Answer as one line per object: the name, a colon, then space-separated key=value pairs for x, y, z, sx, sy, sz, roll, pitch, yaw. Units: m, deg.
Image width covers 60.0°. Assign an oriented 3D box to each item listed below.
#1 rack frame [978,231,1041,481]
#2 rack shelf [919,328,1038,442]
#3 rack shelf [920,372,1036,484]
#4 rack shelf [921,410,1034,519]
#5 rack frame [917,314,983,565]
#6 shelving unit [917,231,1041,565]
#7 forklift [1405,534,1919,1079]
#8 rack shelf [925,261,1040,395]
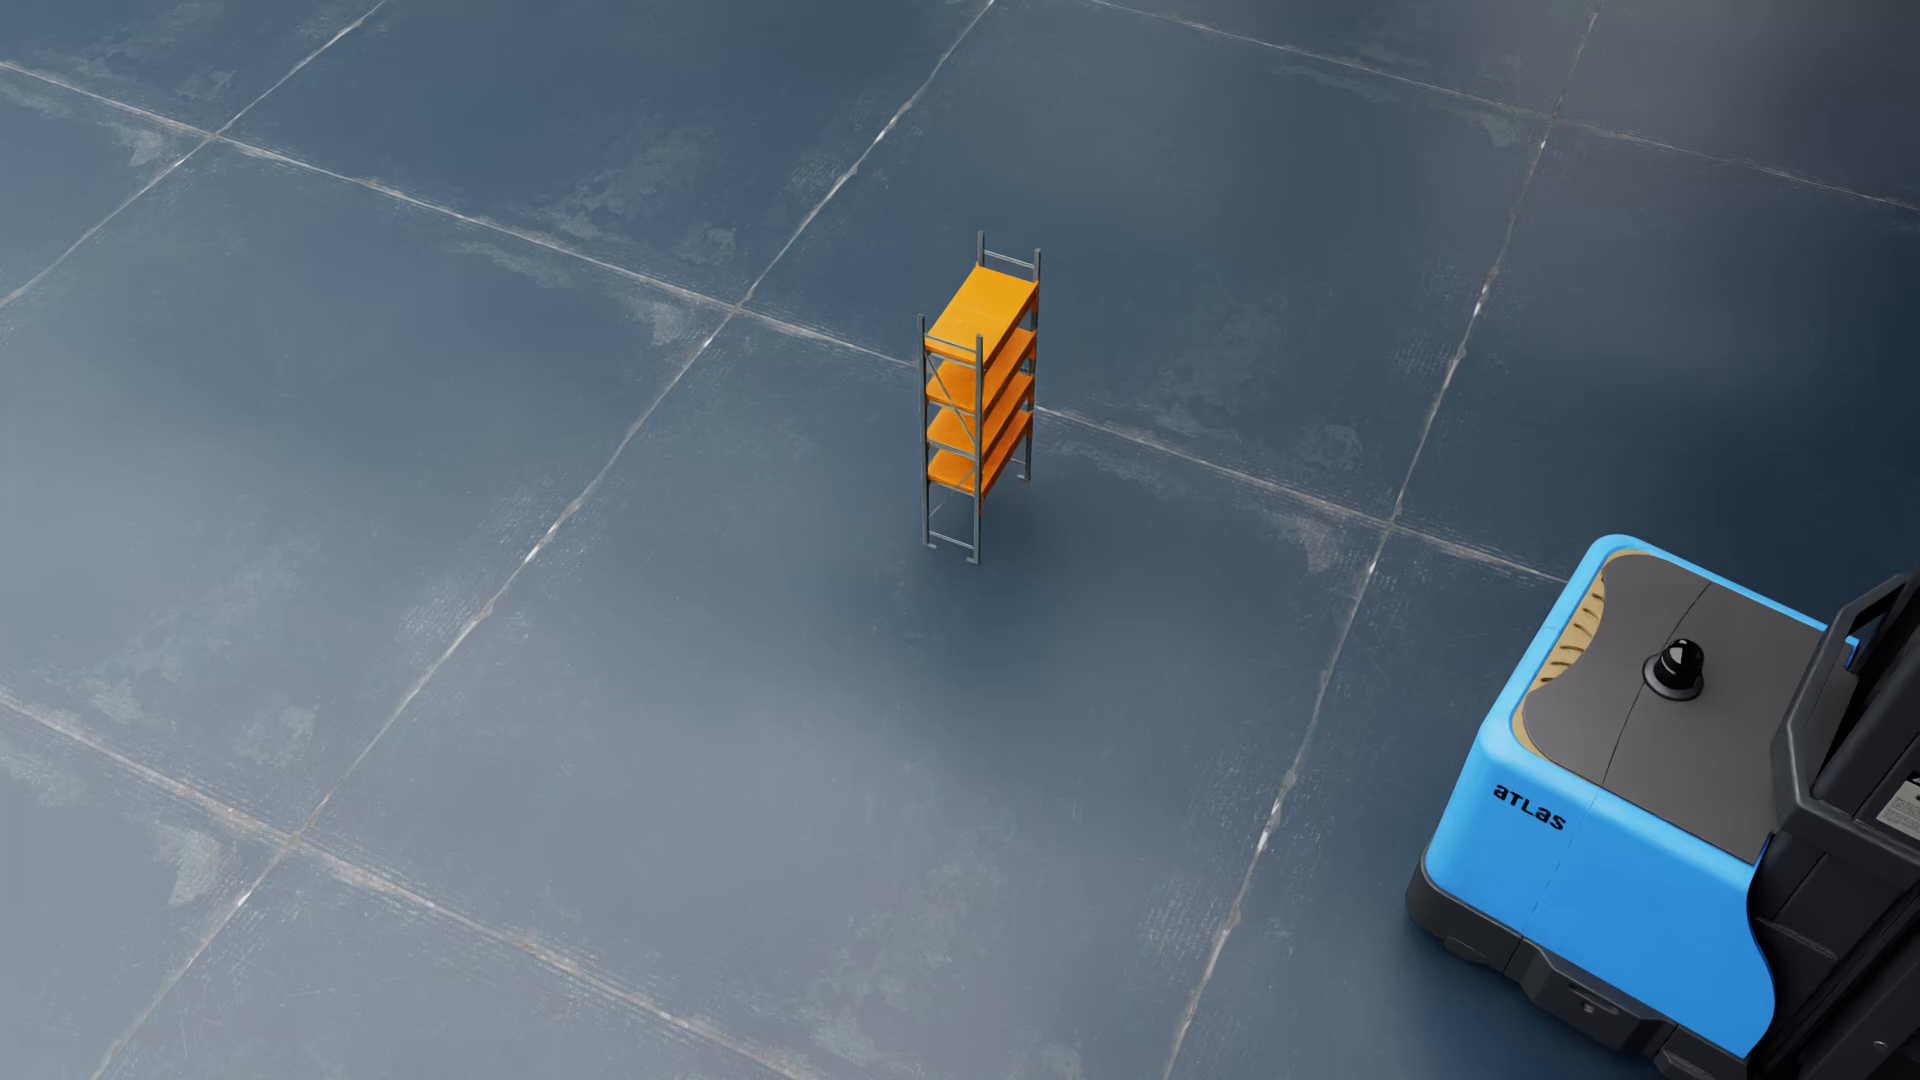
rack frame: x=0.175 y=-0.671 z=6.348 sx=0.240 sy=1.200 sz=0.015 roll=20 pitch=52 yaw=16
rack shelf: x=0.071 y=-0.604 z=6.086 sx=0.258 sy=0.148 sz=0.480 roll=20 pitch=52 yaw=16
rack shelf: x=0.071 y=-0.459 z=6.256 sx=0.258 sy=0.148 sz=0.480 roll=20 pitch=52 yaw=16
rack shelf: x=0.071 y=-0.331 z=6.408 sx=0.258 sy=0.148 sz=0.480 roll=20 pitch=52 yaw=16
rack frame: x=-0.034 y=-0.335 z=6.062 sx=0.240 sy=1.200 sz=0.015 roll=20 pitch=52 yaw=16
shelving unit: x=0.071 y=-0.503 z=6.205 sx=0.258 sy=1.200 sz=0.503 roll=20 pitch=52 yaw=16
forklift: x=2.957 y=0.654 z=4.084 sx=3.031 sy=2.935 sz=1.130 roll=28 pitch=55 yaw=22
rack shelf: x=0.071 y=-0.757 z=5.906 sx=0.258 sy=0.148 sz=0.480 roll=20 pitch=52 yaw=16
